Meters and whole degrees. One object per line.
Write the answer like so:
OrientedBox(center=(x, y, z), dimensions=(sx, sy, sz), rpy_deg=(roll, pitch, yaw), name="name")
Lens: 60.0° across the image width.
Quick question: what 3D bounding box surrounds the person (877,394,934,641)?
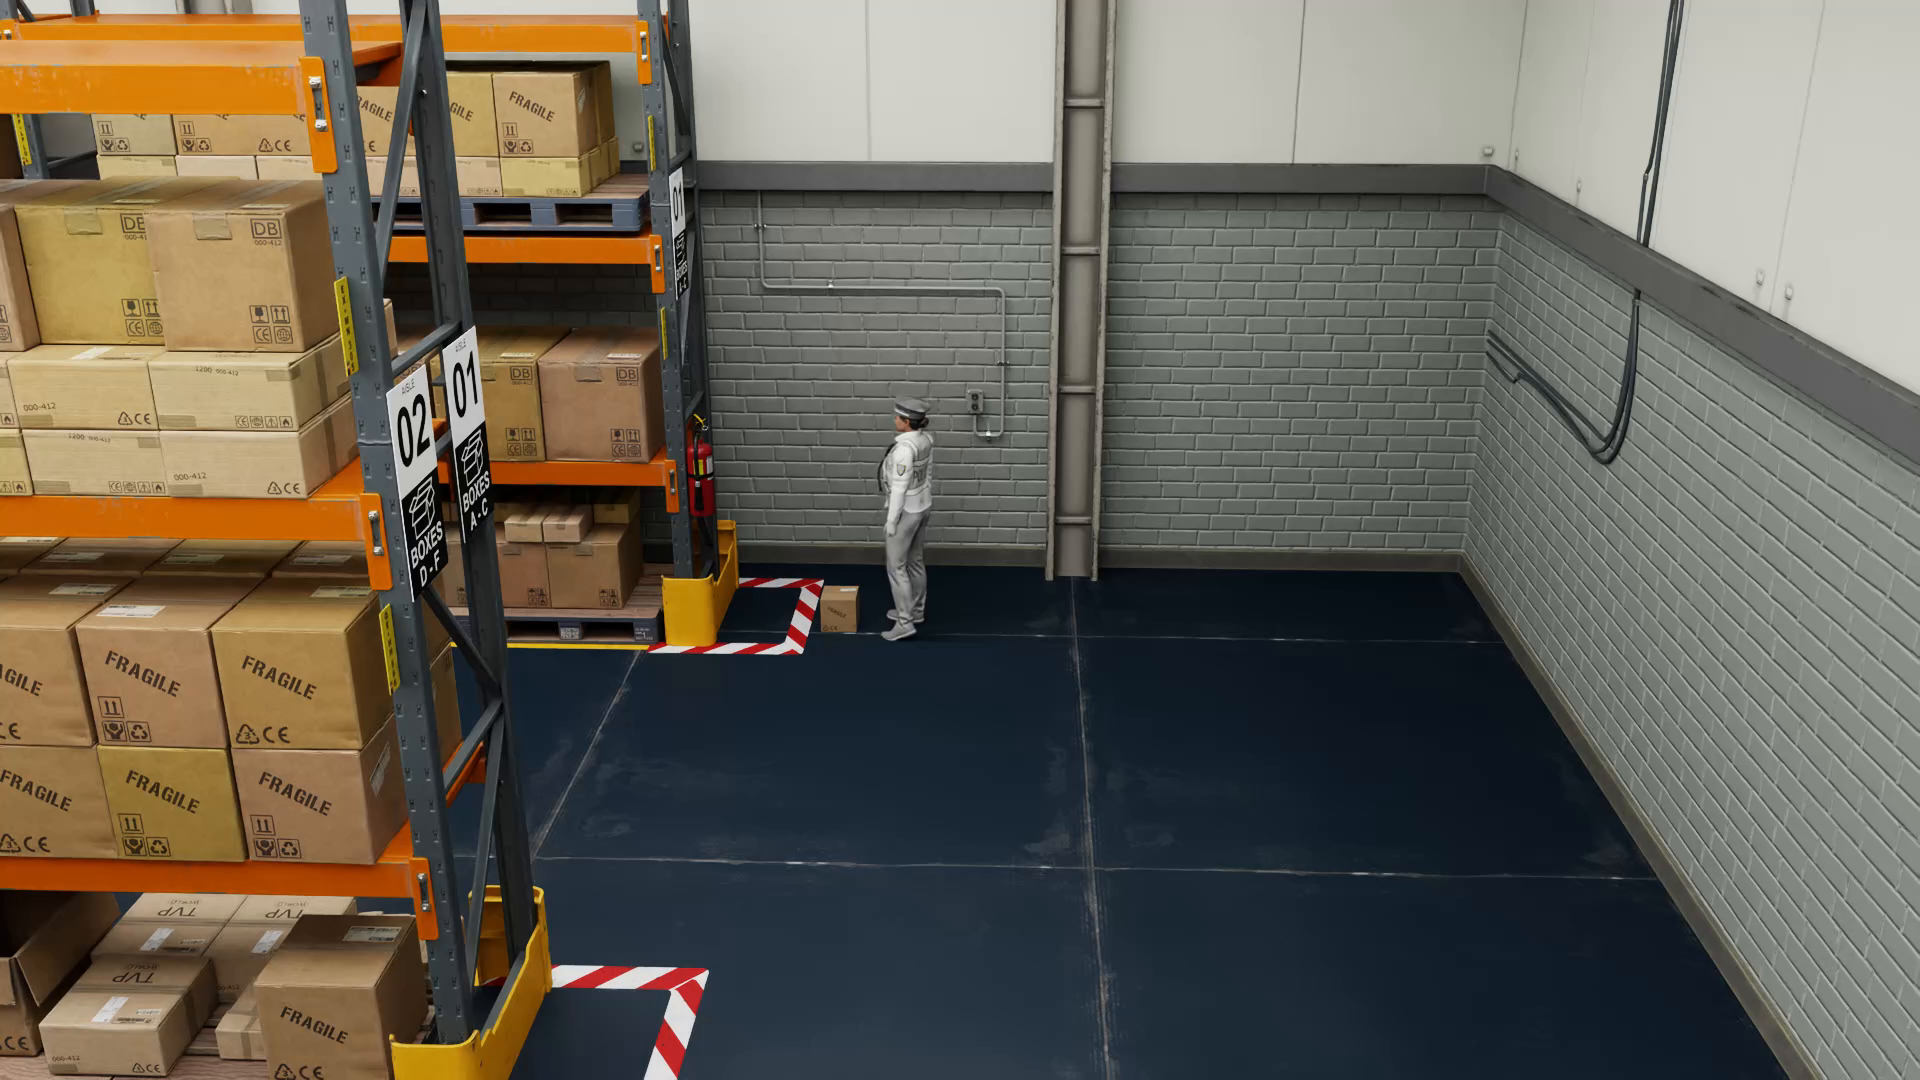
OrientedBox(center=(-0.385, -0.170, 11.505), dimensions=(0.362, 1.715, 0.544), rpy_deg=(8, 22, 20), name="person")
